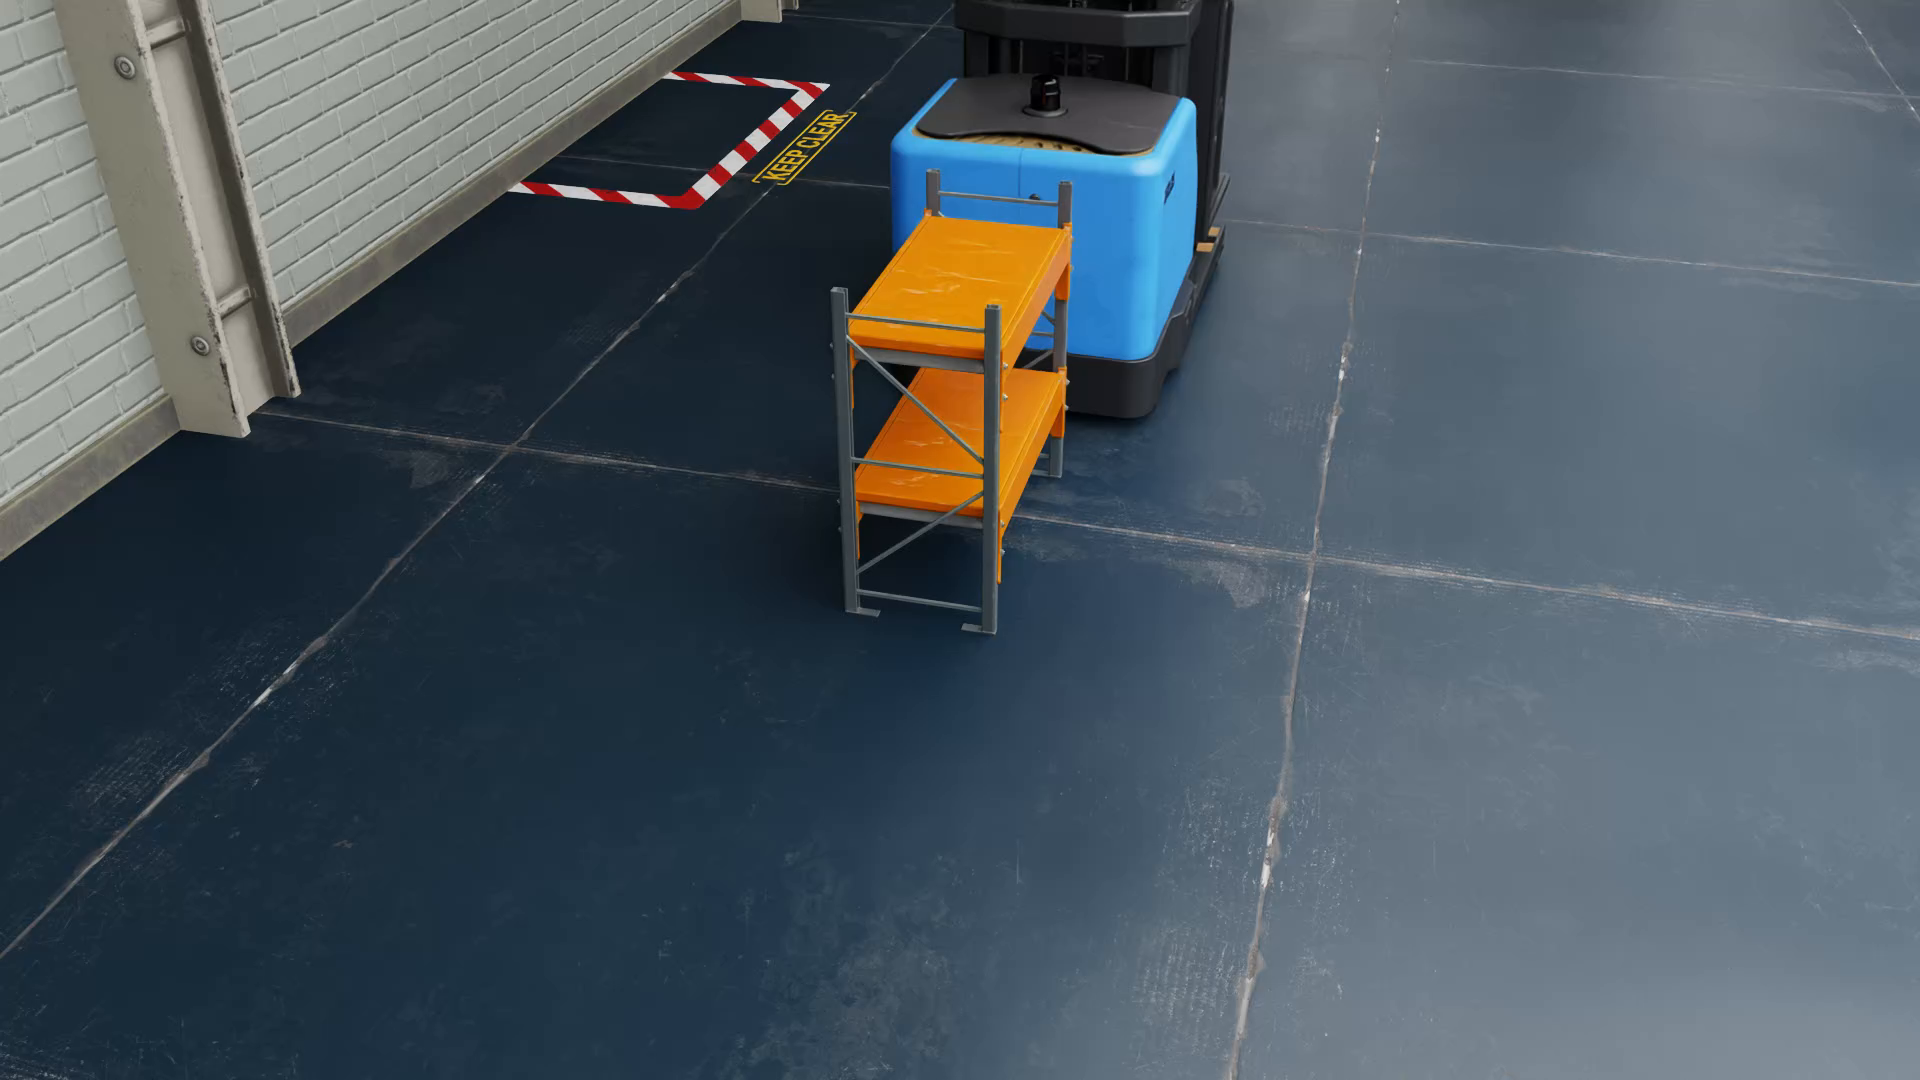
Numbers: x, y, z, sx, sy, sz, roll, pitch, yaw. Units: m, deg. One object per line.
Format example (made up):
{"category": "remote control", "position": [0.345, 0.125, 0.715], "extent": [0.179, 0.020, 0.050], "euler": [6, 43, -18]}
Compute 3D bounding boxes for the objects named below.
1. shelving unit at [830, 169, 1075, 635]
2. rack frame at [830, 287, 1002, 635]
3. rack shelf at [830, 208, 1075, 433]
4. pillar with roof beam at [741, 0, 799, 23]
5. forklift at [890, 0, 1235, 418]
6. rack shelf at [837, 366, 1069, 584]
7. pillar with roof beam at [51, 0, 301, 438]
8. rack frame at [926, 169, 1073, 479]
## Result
{"category": "shelving unit", "position": [0.002, -0.478, 5.454], "extent": [0.538, 1.125, 1.048], "euler": [8, 33, 12]}
{"category": "rack frame", "position": [-0.127, -0.214, 5.039], "extent": [0.500, 1.125, 0.032], "euler": [8, 33, 12]}
{"category": "rack shelf", "position": [0.002, -0.725, 5.297], "extent": [0.538, 0.278, 1.000], "euler": [8, 33, 12]}
{"category": "pillar with roof beam", "position": [2.842, -6.839, 8.120], "extent": [9.100, 9.000, 0.400], "euler": [8, 33, 12]}
{"category": "forklift", "position": [0.617, -2.484, 6.926], "extent": [1.130, 2.935, 3.031], "euler": [9, 33, 13]}
{"category": "rack shelf", "position": [0.002, -0.272, 5.585], "extent": [0.538, 0.278, 1.000], "euler": [8, 33, 12]}
{"category": "pillar with roof beam", "position": [1.320, -3.726, 3.223], "extent": [9.100, 9.000, 0.400], "euler": [8, 33, 12]}
{"category": "rack frame", "position": [0.131, -0.742, 5.869], "extent": [0.500, 1.125, 0.032], "euler": [8, 33, 12]}
